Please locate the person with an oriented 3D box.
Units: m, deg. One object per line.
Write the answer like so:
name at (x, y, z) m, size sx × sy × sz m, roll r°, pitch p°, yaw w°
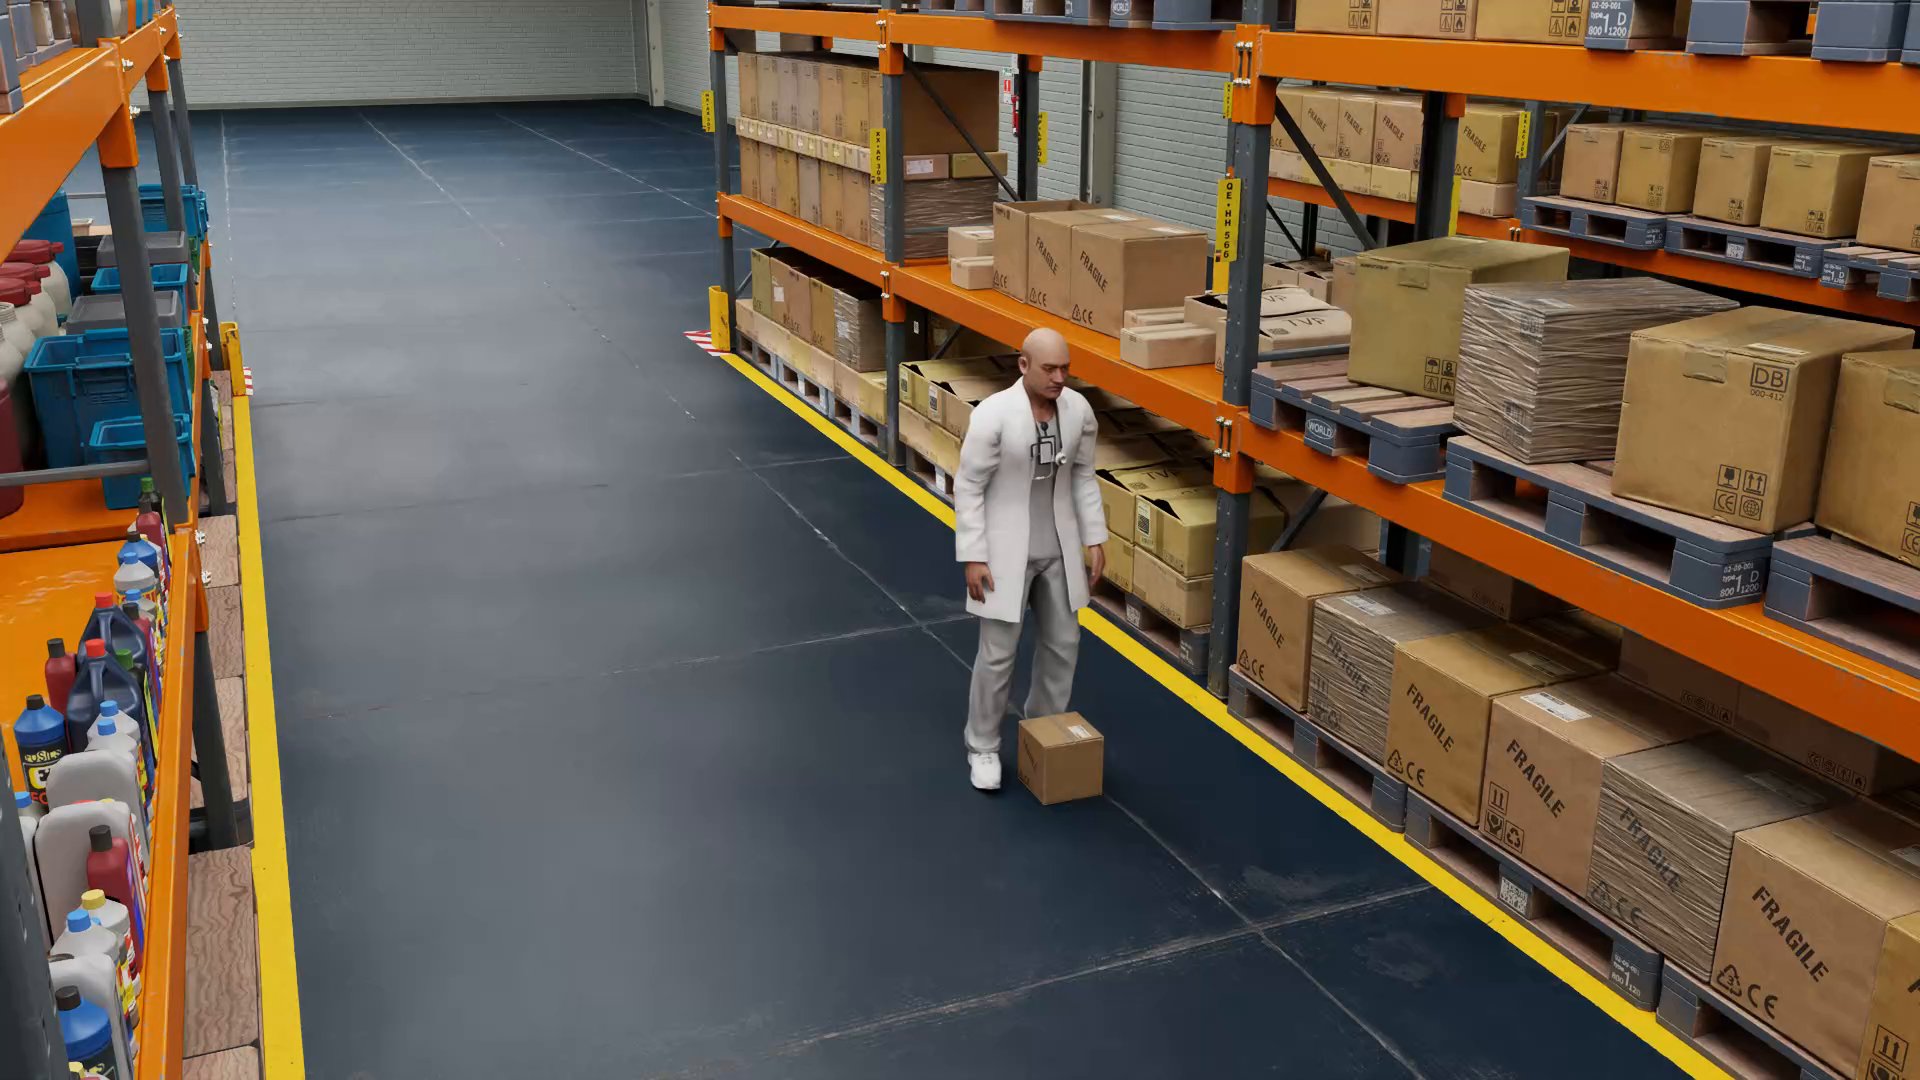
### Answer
person at (0.279, 0.054, 6.422) m, size 0.655 × 1.775 × 0.423 m, roll -9°, pitch 20°, yaw -24°
